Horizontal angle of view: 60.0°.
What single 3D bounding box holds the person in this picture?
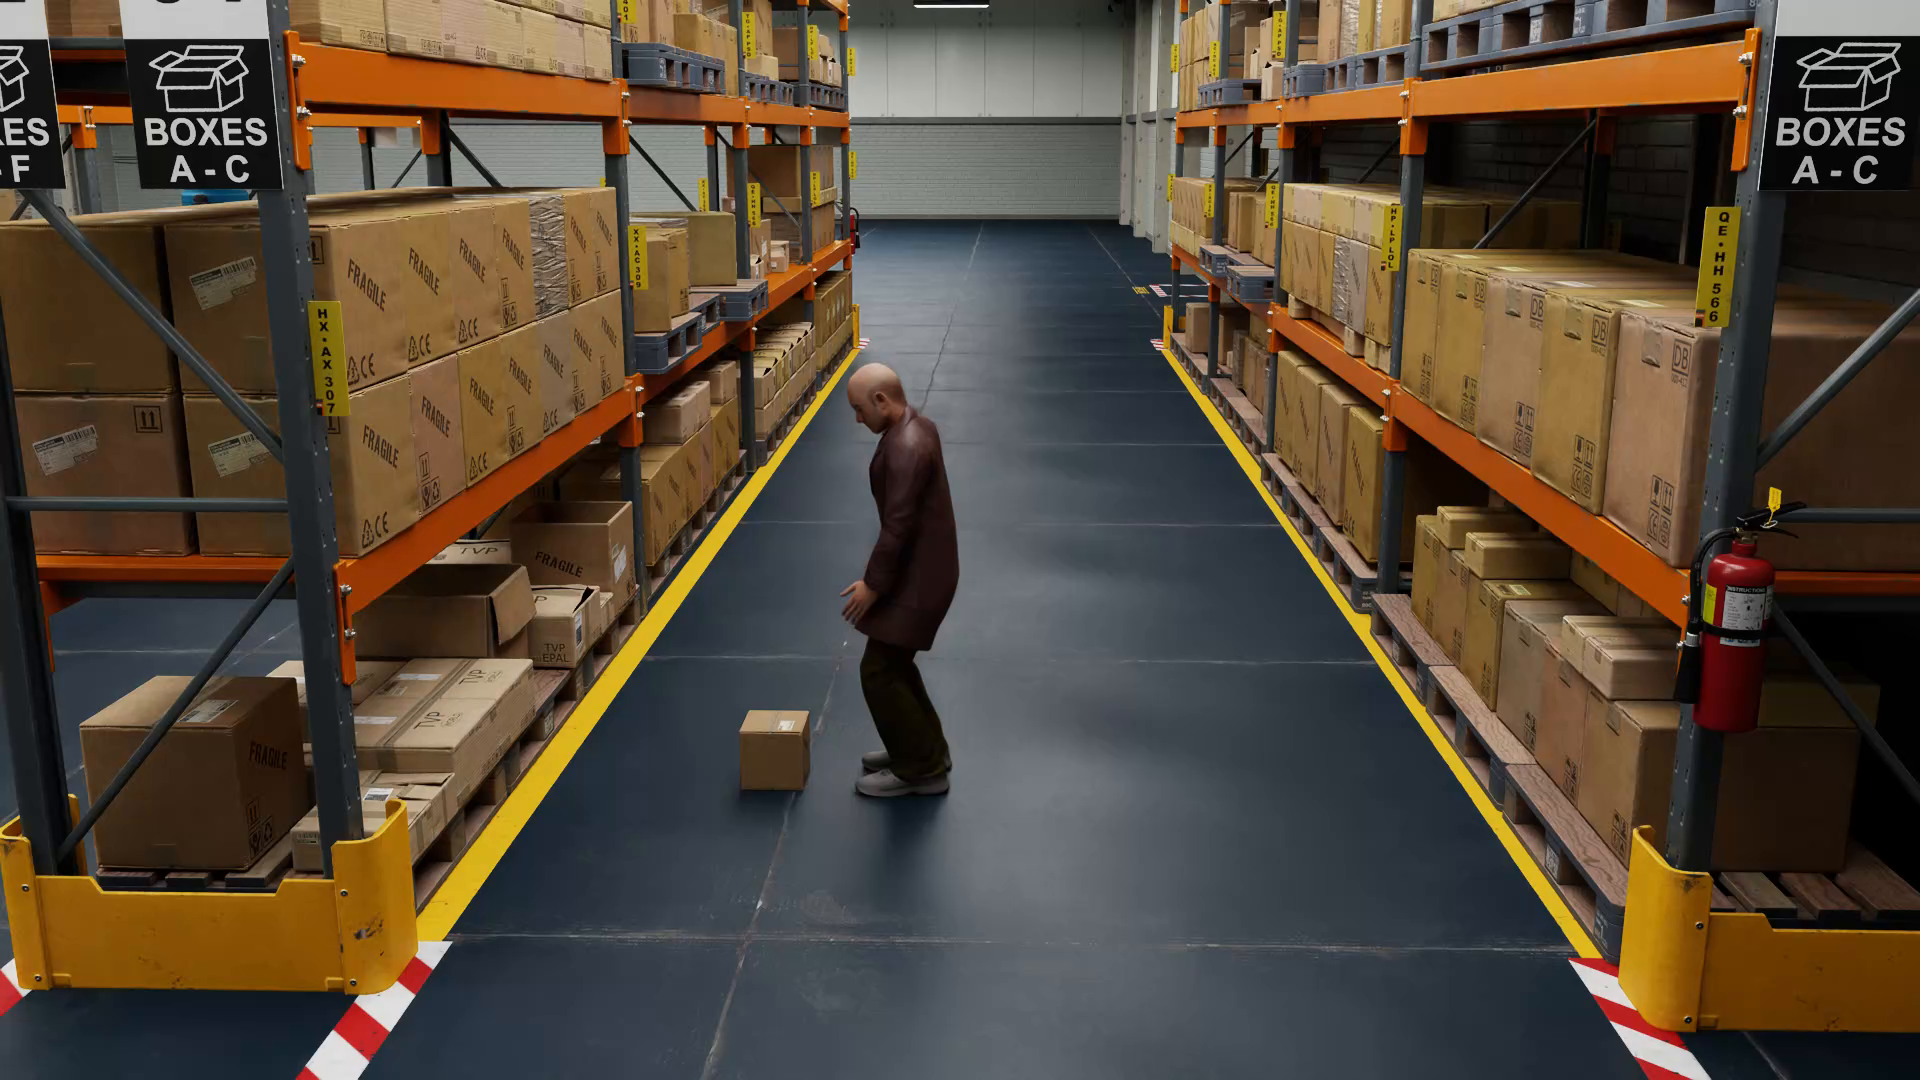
[{"bbox_3d":[-0.227,0.158,6.534,0.442,1.715,0.595,1,14,3],"label":"person"}]
